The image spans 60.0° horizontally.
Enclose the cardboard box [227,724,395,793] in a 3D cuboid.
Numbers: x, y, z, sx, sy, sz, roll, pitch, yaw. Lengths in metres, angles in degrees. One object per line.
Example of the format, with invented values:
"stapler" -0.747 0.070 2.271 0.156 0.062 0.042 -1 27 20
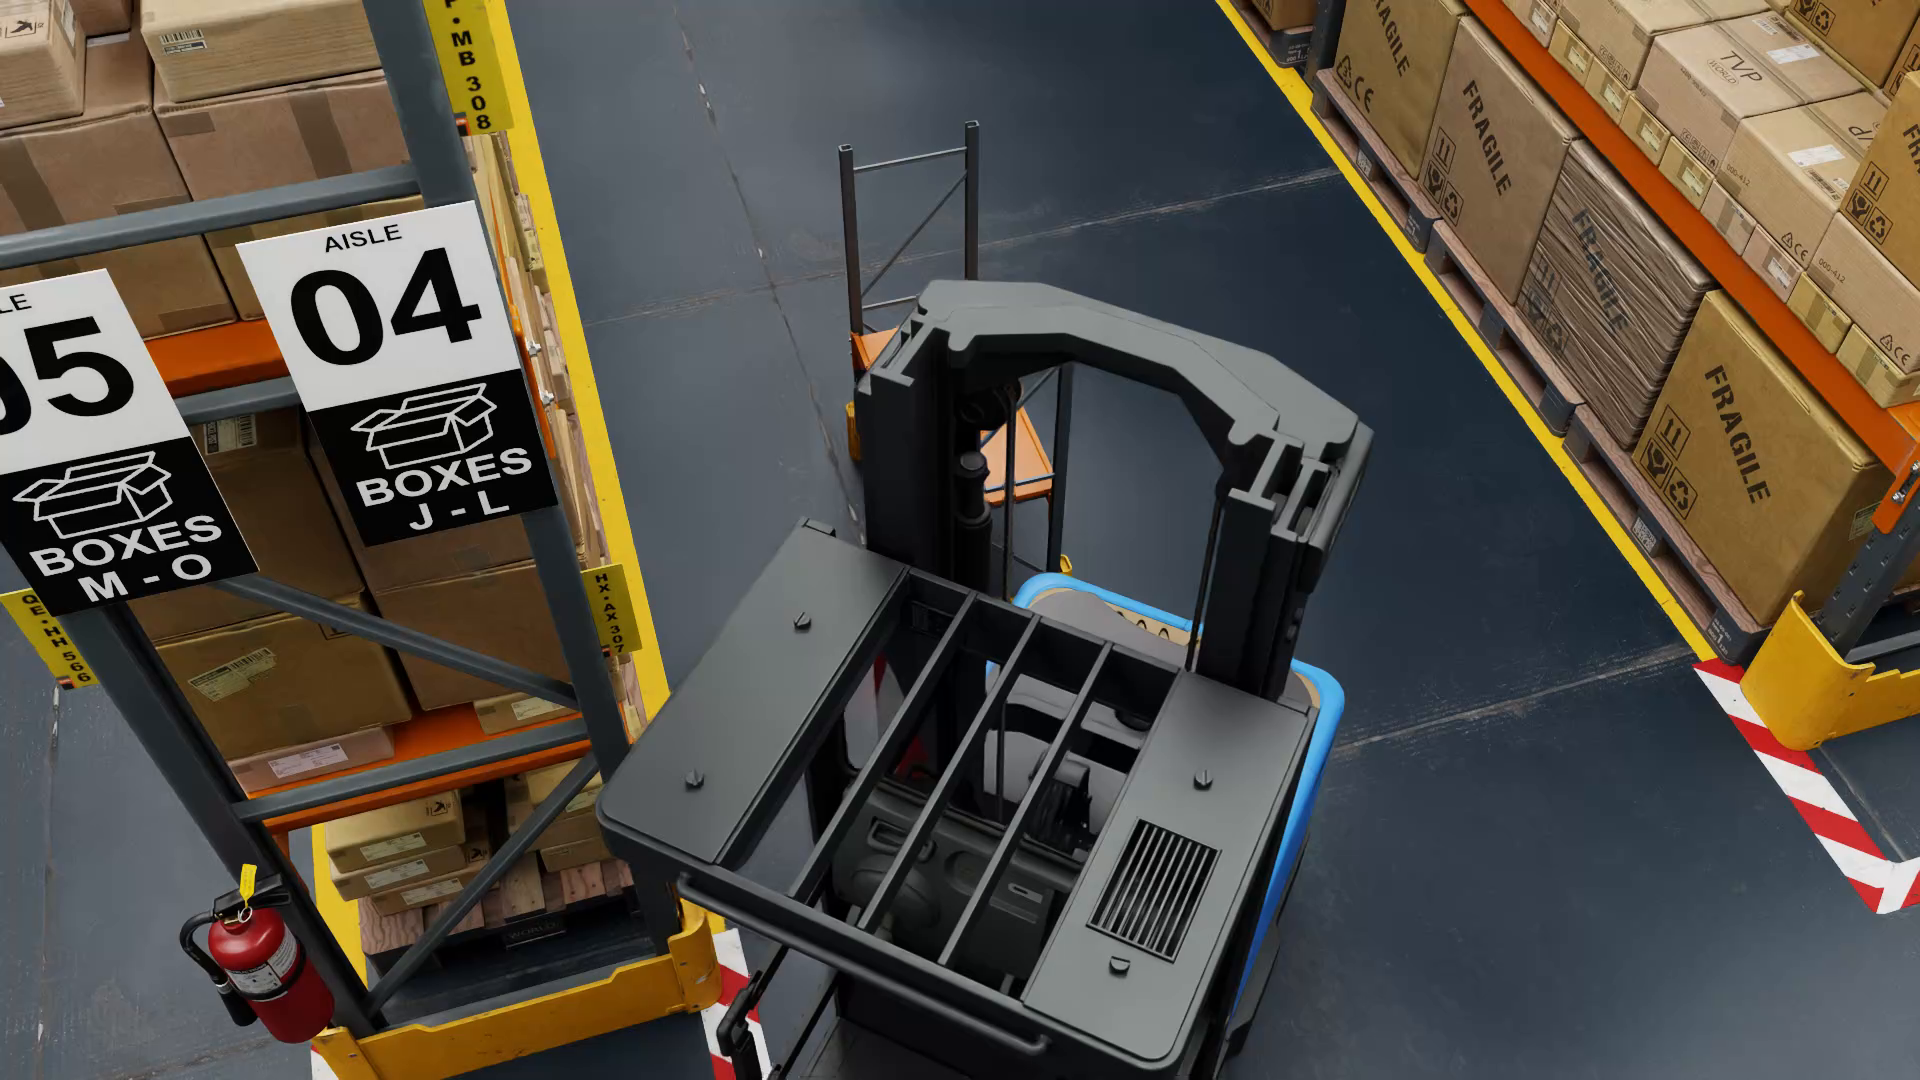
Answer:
"cardboard box" -1.696 0.476 4.341 0.380 0.149 0.250 -13 51 -11

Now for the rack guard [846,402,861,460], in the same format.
"rack guard" -0.170 -0.500 6.798 0.587 0.250 0.087 -13 51 -11

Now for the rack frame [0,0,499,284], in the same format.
"rack frame" -1.330 -1.364 1.804 1.000 3.000 0.127 -13 51 -11

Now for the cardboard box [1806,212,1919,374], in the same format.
"cardboard box" 3.041 -0.820 5.173 0.500 0.250 0.500 -14 51 -12

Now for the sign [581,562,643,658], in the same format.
"sign" -0.812 0.167 3.870 0.100 0.325 0.005 -13 51 -11

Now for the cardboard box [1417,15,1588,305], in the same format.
"cardboard box" 2.640 -1.693 7.120 0.875 0.875 0.875 -13 51 -11

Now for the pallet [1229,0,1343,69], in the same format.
"pallet" 1.955 -3.048 8.971 1.003 0.211 1.213 -13 51 -11

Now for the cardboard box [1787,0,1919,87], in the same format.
"cardboard box" 3.247 -1.922 5.611 0.500 0.500 0.500 -15 51 -12

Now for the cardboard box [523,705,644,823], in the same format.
"cardboard box" -1.160 0.701 5.187 0.380 0.149 0.250 -15 52 -13

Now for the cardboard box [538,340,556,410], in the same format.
"cardboard box" -1.381 -0.334 4.600 0.500 0.500 0.500 -13 51 -11

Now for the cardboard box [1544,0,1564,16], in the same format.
"cardboard box" 2.445 -2.304 6.423 0.500 0.250 0.500 -12 51 -10

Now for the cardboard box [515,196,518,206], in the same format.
"cardboard box" -2.045 -1.382 6.944 0.380 0.149 0.250 -13 51 -11

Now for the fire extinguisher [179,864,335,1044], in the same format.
"fire extinguisher" -1.696 1.003 4.027 0.296 0.674 0.183 -13 51 -11

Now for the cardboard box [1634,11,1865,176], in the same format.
"cardboard box" 2.741 -1.562 5.798 0.500 0.250 0.500 -15 51 -12

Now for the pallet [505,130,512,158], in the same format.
"pallet" -2.744 -2.022 8.106 1.003 0.211 1.213 -13 51 -11

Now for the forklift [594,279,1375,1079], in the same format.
"forklift" 0.035 1.001 3.779 1.130 2.935 3.031 20 53 16

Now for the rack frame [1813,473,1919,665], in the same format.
"rack frame" 3.438 -0.478 4.981 1.000 3.000 0.127 -13 51 -11

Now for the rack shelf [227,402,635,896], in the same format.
"rack shelf" -1.921 -0.660 5.604 1.077 0.370 4.000 -13 51 -11

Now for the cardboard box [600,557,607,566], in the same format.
"cardboard box" -1.396 0.233 5.777 0.380 0.149 0.250 -12 51 -10

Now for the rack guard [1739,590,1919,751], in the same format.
"rack guard" 3.445 0.345 5.922 1.175 0.500 0.348 -13 51 -11

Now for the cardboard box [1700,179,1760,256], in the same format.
"cardboard box" 2.793 -1.140 5.703 0.380 0.149 0.250 -13 51 -10

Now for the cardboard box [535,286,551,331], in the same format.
"cardboard box" -1.794 -0.818 6.468 0.380 0.149 0.250 -16 52 -13

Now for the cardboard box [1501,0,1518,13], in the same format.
"cardboard box" 2.336 -2.265 6.652 0.380 0.149 0.250 -14 51 -11

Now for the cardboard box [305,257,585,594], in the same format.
"cardboard box" -1.209 -0.269 3.891 0.500 0.500 0.500 -14 51 -11

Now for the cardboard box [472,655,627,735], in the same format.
"cardboard box" -1.113 0.339 4.456 0.380 0.149 0.250 -14 51 -11

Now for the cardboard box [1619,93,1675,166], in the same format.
"cardboard box" 2.638 -1.518 6.022 0.380 0.149 0.250 -13 51 -11

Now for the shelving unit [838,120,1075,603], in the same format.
"shelving unit" -0.023 -0.539 6.013 0.587 1.500 1.083 -13 51 -11

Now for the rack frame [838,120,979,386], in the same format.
"rack frame" -0.176 -0.917 6.332 0.500 1.500 0.032 -13 51 -11

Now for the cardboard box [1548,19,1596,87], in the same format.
"cardboard box" 2.487 -1.890 6.335 0.380 0.149 0.250 -15 51 -12

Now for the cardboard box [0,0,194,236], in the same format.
"cardboard box" -1.709 -0.789 3.052 0.500 0.250 0.500 -15 51 -12

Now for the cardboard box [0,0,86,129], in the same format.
"cardboard box" -1.709 -0.815 2.814 0.380 0.149 0.250 -14 51 -11

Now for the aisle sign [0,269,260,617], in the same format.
"aisle sign" -1.595 -0.148 3.002 0.394 0.787 0.004 -13 51 -11

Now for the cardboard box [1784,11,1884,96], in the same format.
"cardboard box" 3.249 -1.684 5.901 0.500 0.250 0.500 -15 51 -12

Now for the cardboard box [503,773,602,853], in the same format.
"cardboard box" -1.240 0.816 5.285 0.380 0.149 0.250 -11 51 -9

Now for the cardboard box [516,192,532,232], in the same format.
"cardboard box" -2.024 -1.312 7.079 0.380 0.149 0.250 -16 52 -13

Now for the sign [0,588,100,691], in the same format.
"sign" -1.866 0.205 3.441 0.100 0.325 0.005 -13 51 -11

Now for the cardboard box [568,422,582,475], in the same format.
"cardboard box" -1.568 -0.255 5.994 0.380 0.149 0.250 -13 51 -10

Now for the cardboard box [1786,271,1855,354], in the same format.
"cardboard box" 2.940 -0.773 5.393 0.380 0.149 0.250 -13 51 -11

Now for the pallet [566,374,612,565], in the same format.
"pallet" -1.916 -0.078 6.468 1.003 0.211 1.213 -13 51 -11

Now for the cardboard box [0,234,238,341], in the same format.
"cardboard box" -1.717 -0.622 3.238 0.500 0.250 0.500 -14 51 -12

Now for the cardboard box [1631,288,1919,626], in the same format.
"cardboard box" 3.172 -0.378 6.012 0.875 0.875 0.875 -13 51 -11

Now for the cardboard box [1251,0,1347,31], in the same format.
"cardboard box" 2.047 -3.313 8.486 1.225 0.875 0.875 -13 51 -11

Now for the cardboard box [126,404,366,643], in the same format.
"cardboard box" -1.703 -0.159 3.798 0.500 0.500 0.500 -14 51 -12

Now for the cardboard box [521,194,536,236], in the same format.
"cardboard box" -2.071 -1.359 7.314 0.380 0.149 0.250 -13 51 -11

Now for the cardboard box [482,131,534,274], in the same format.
"cardboard box" -1.497 -1.021 4.525 0.500 0.500 0.500 -14 51 -12

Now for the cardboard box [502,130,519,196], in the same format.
"cardboard box" -1.802 -1.448 5.538 0.500 0.500 0.500 -14 51 -11

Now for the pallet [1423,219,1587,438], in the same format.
"pallet" 2.770 -1.035 7.275 1.003 0.211 1.213 -13 51 -11

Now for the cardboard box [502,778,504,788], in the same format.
"cardboard box" -1.335 0.725 5.557 0.380 0.149 0.250 -13 51 -11

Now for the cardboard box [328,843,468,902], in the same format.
"cardboard box" -1.759 0.936 5.184 0.380 0.149 0.250 -15 51 -12

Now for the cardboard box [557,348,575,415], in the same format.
"cardboard box" -1.765 -0.603 6.676 0.380 0.149 0.250 -13 51 -11
